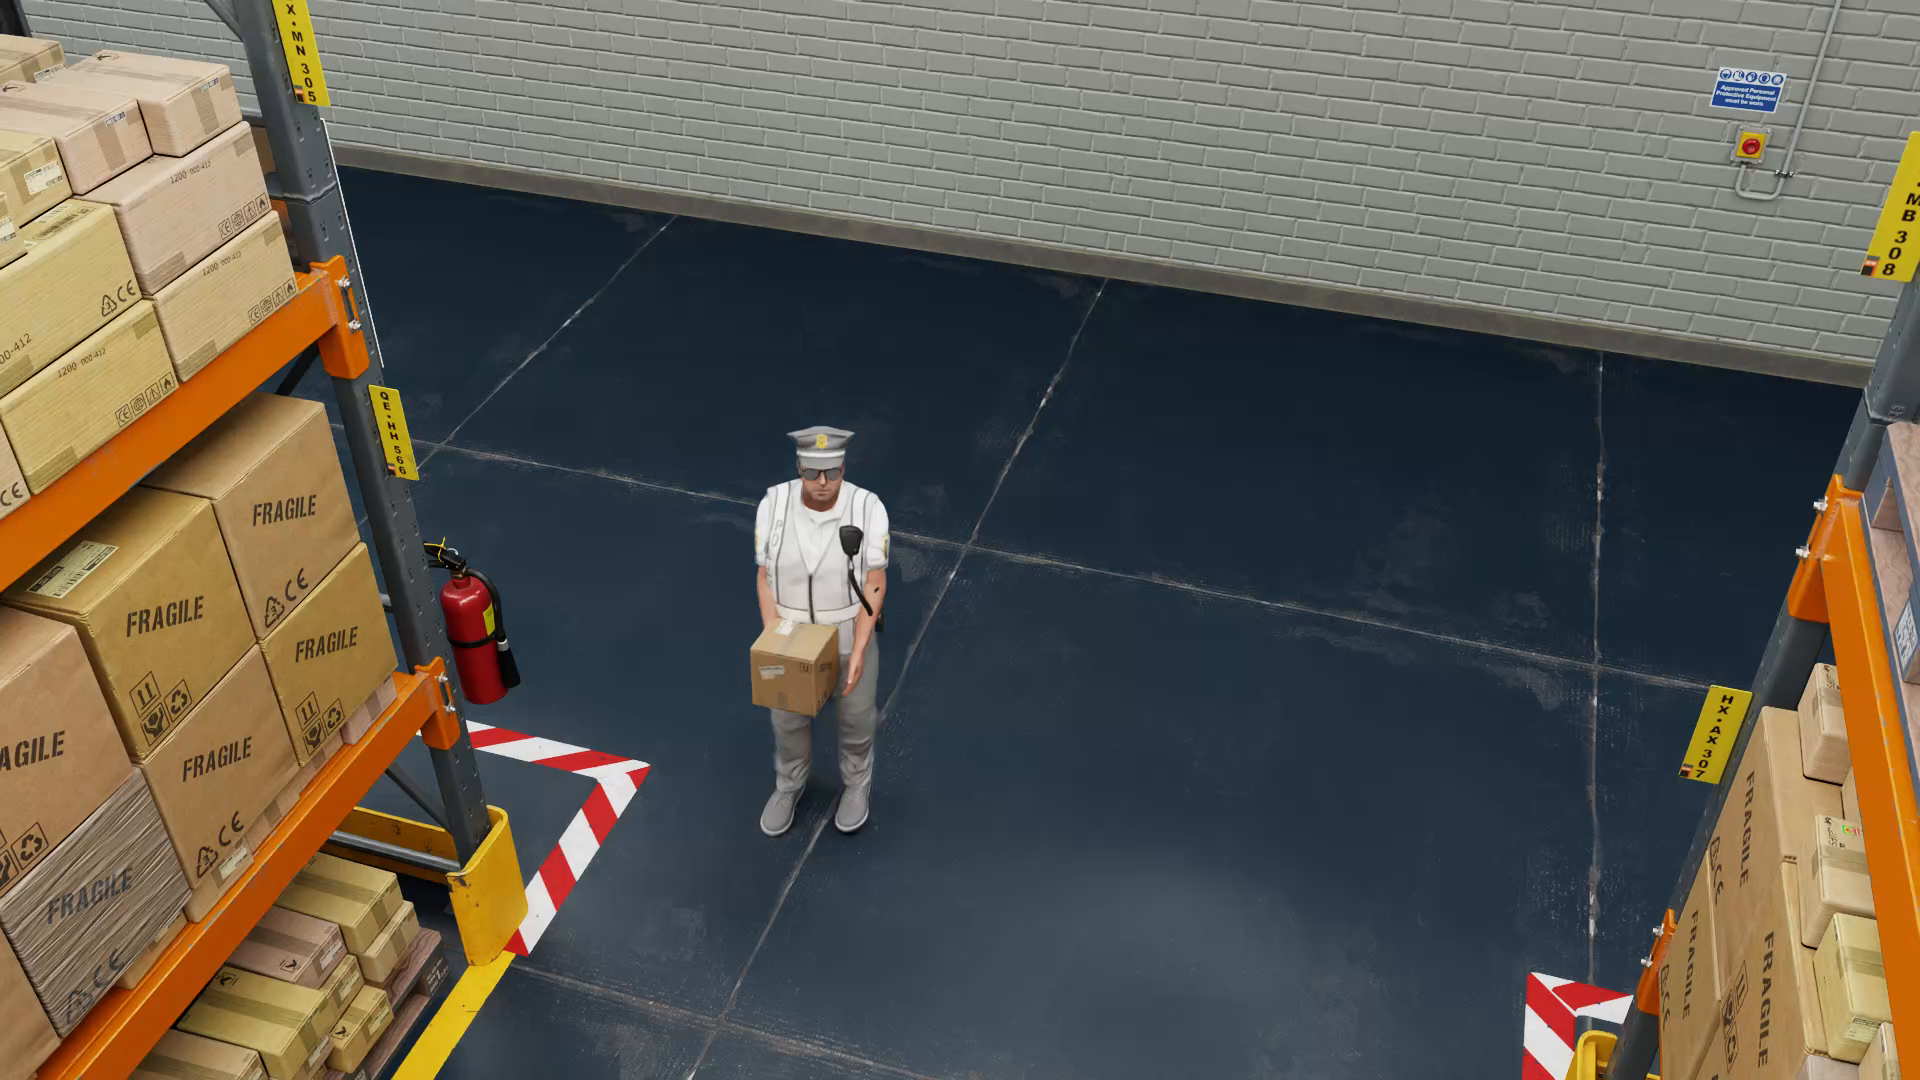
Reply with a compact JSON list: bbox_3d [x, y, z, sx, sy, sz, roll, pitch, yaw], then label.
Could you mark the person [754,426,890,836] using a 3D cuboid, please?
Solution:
[{"bbox_3d":[-0.537,0.378,6.352,0.548,1.784,0.546,1,37,1],"label":"person"}]
